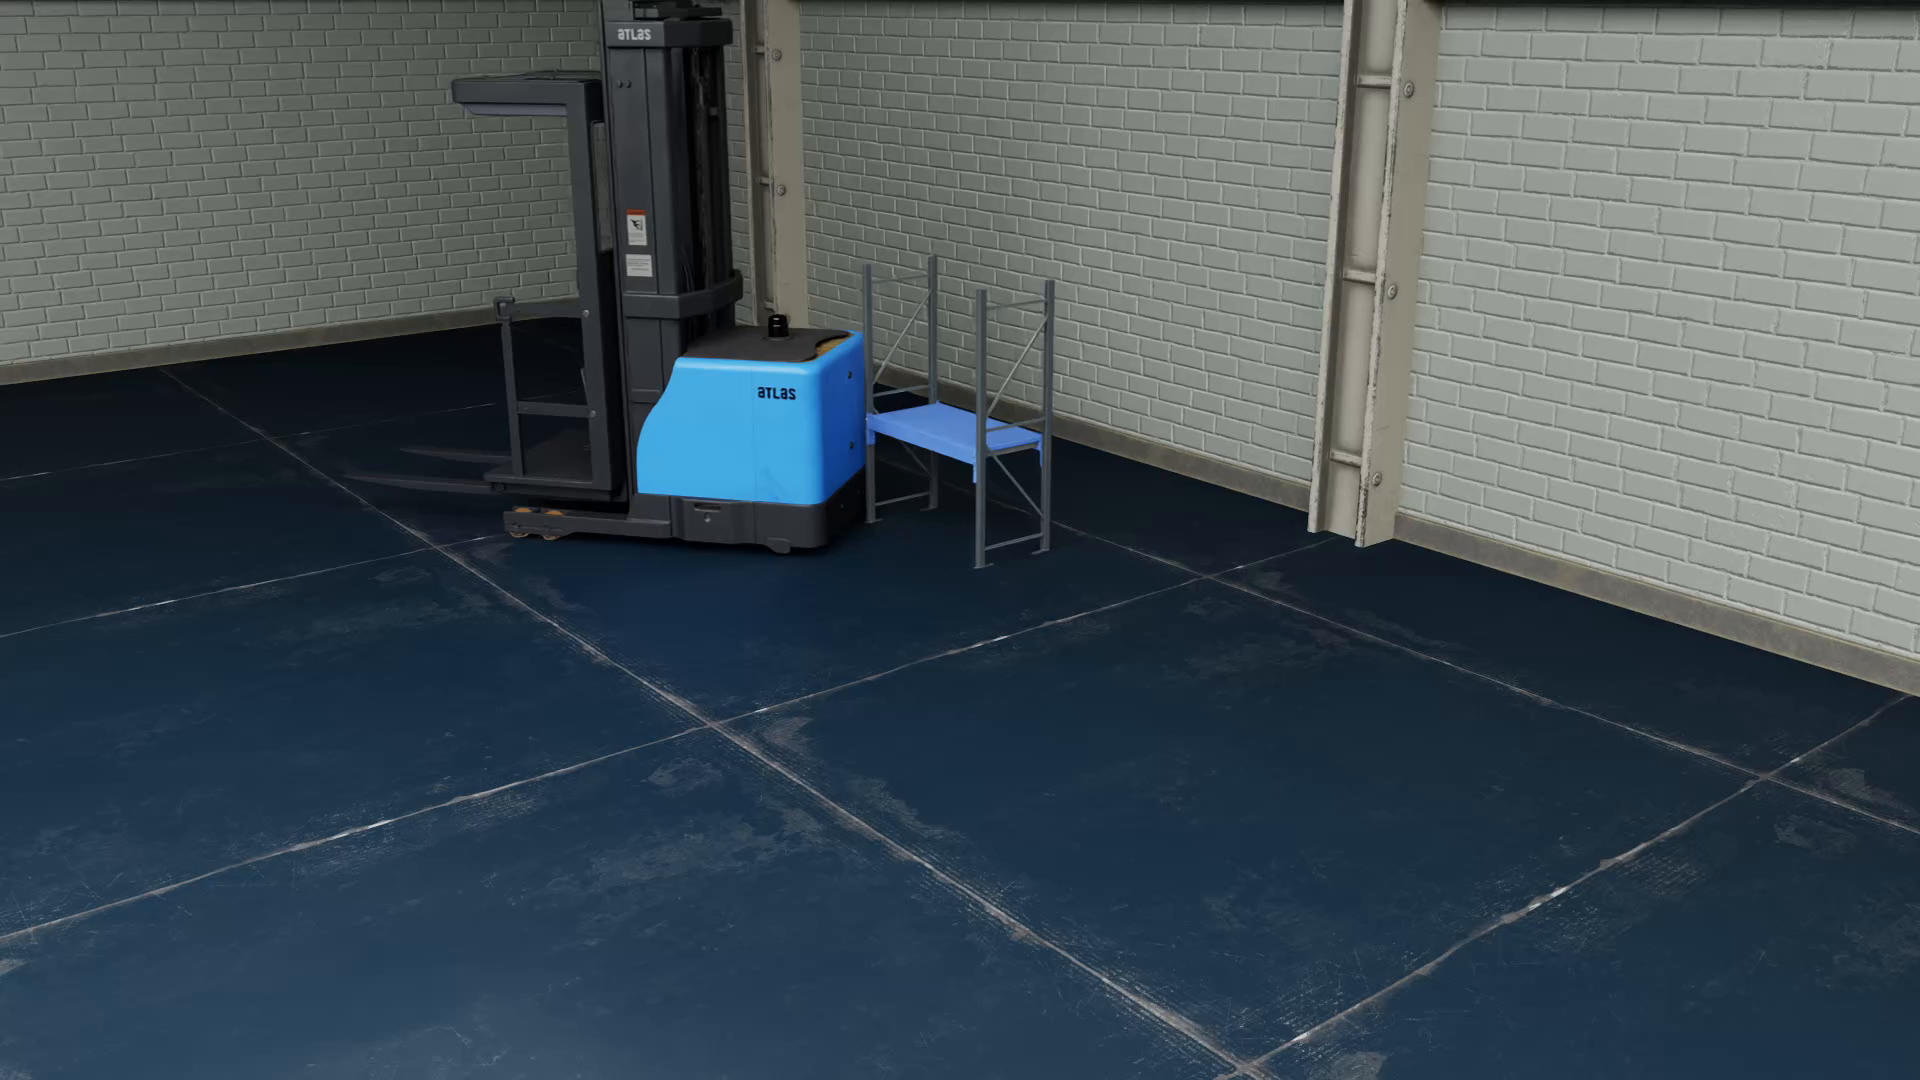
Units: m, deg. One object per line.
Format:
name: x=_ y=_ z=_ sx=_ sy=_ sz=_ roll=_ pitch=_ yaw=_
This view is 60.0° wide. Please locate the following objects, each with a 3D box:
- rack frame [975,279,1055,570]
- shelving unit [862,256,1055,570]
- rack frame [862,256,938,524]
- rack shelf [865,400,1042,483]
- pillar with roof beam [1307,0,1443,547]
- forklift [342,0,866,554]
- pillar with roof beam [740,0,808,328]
rack frame: x=0.289 y=-0.604 z=8.802 sx=0.500 sy=1.500 sz=0.032 roll=-14 pitch=23 yaw=-36
shelving unit: x=-0.024 y=-0.730 z=9.182 sx=0.538 sy=1.500 sz=1.048 roll=-14 pitch=23 yaw=-36
rack frame: x=-0.337 y=-0.856 z=9.562 sx=0.500 sy=1.500 sz=0.032 roll=-14 pitch=23 yaw=-36
rack shelf: x=-0.024 y=-0.560 z=9.239 sx=0.538 sy=0.185 sz=1.000 roll=-14 pitch=23 yaw=-36
pillar with roof beam: x=-1.144 y=-3.468 z=5.520 sx=9.100 sy=9.000 sz=0.400 roll=-14 pitch=23 yaw=-36
forklift: x=-2.091 y=-1.545 z=9.365 sx=3.031 sy=2.935 sz=1.130 roll=4 pitch=19 yaw=13
pillar with roof beam: x=-4.870 y=-4.946 z=9.984 sx=9.100 sy=9.000 sz=0.400 roll=-14 pitch=23 yaw=-36
